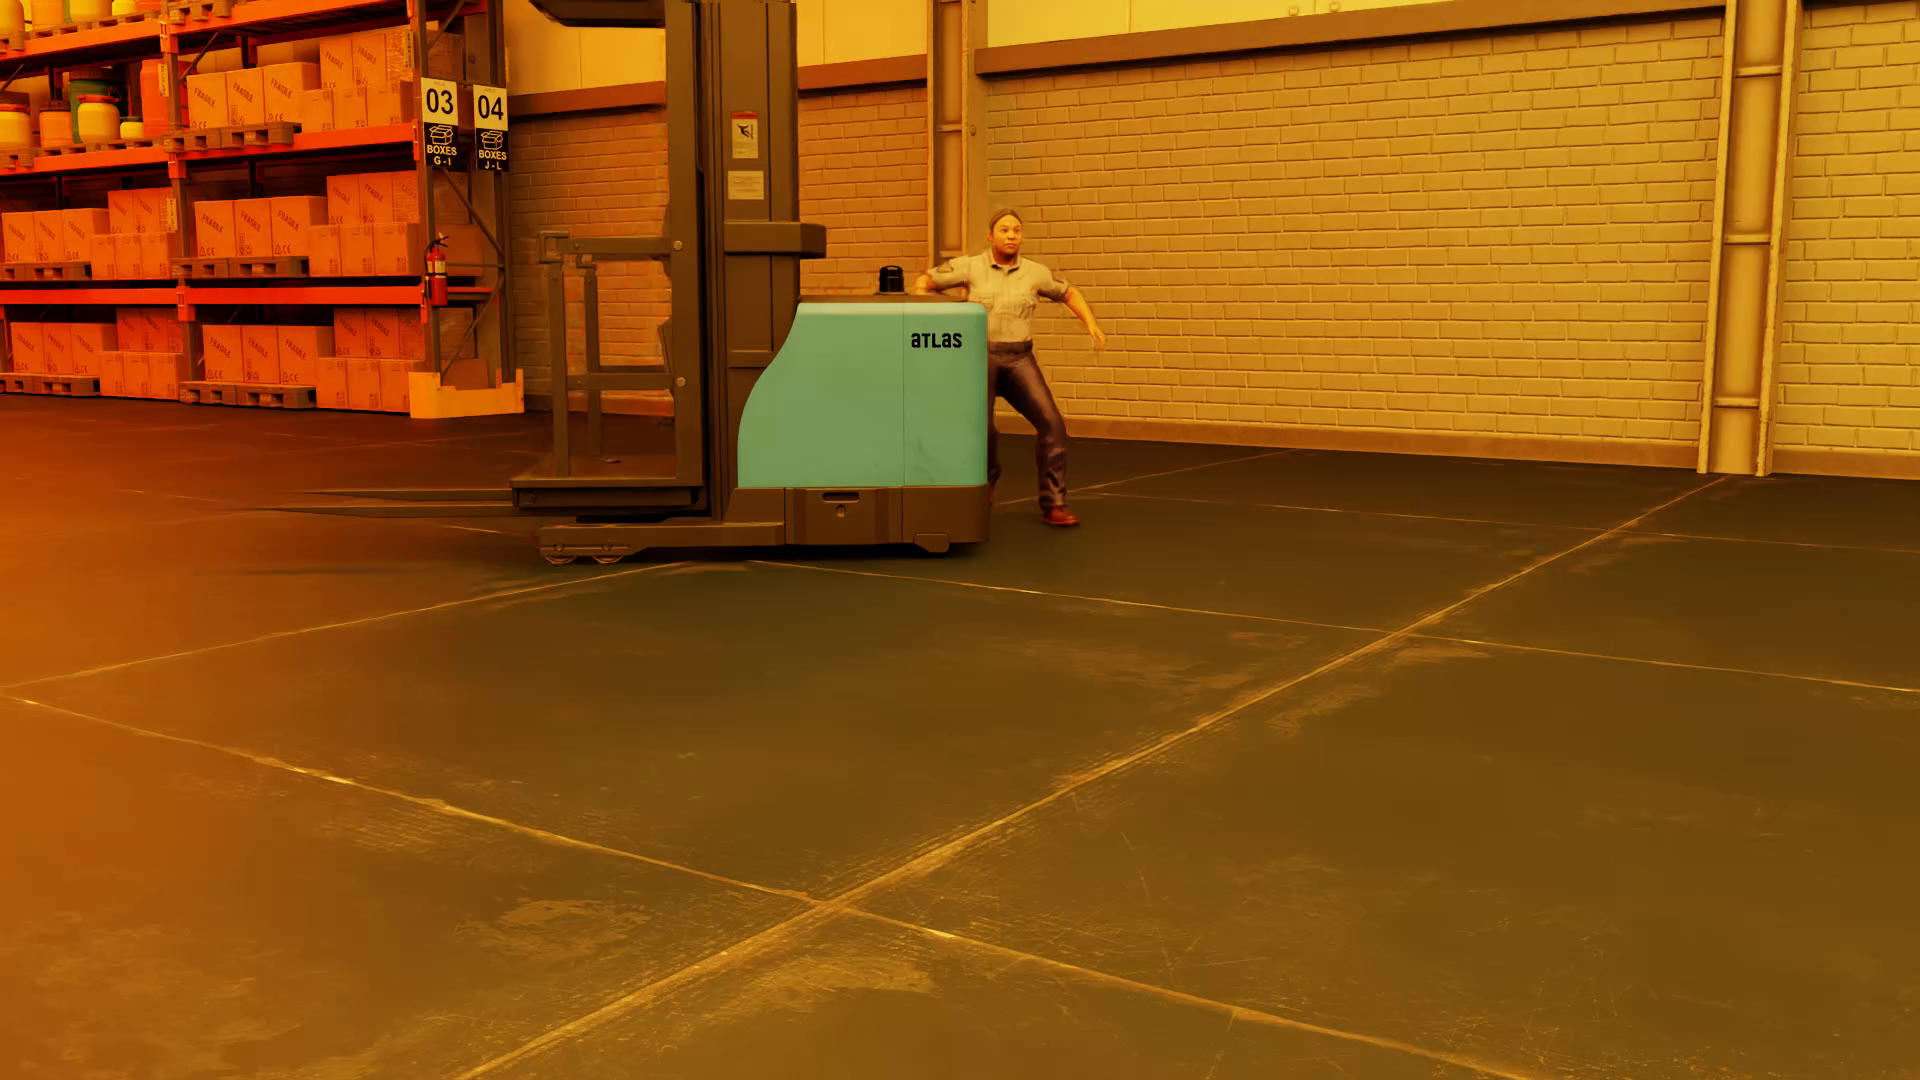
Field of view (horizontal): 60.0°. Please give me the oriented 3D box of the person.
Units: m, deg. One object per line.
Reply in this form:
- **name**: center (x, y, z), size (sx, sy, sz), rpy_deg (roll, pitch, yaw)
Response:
- **person**: center (0.261, -0.842, 8.106), size (0.957, 1.518, 0.725), rpy_deg (-1, 8, -10)

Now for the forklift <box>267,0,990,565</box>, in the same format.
- **forklift**: center (-1.415, -1.427, 7.225), size (3.031, 2.935, 1.130), rpy_deg (-1, 8, -4)
